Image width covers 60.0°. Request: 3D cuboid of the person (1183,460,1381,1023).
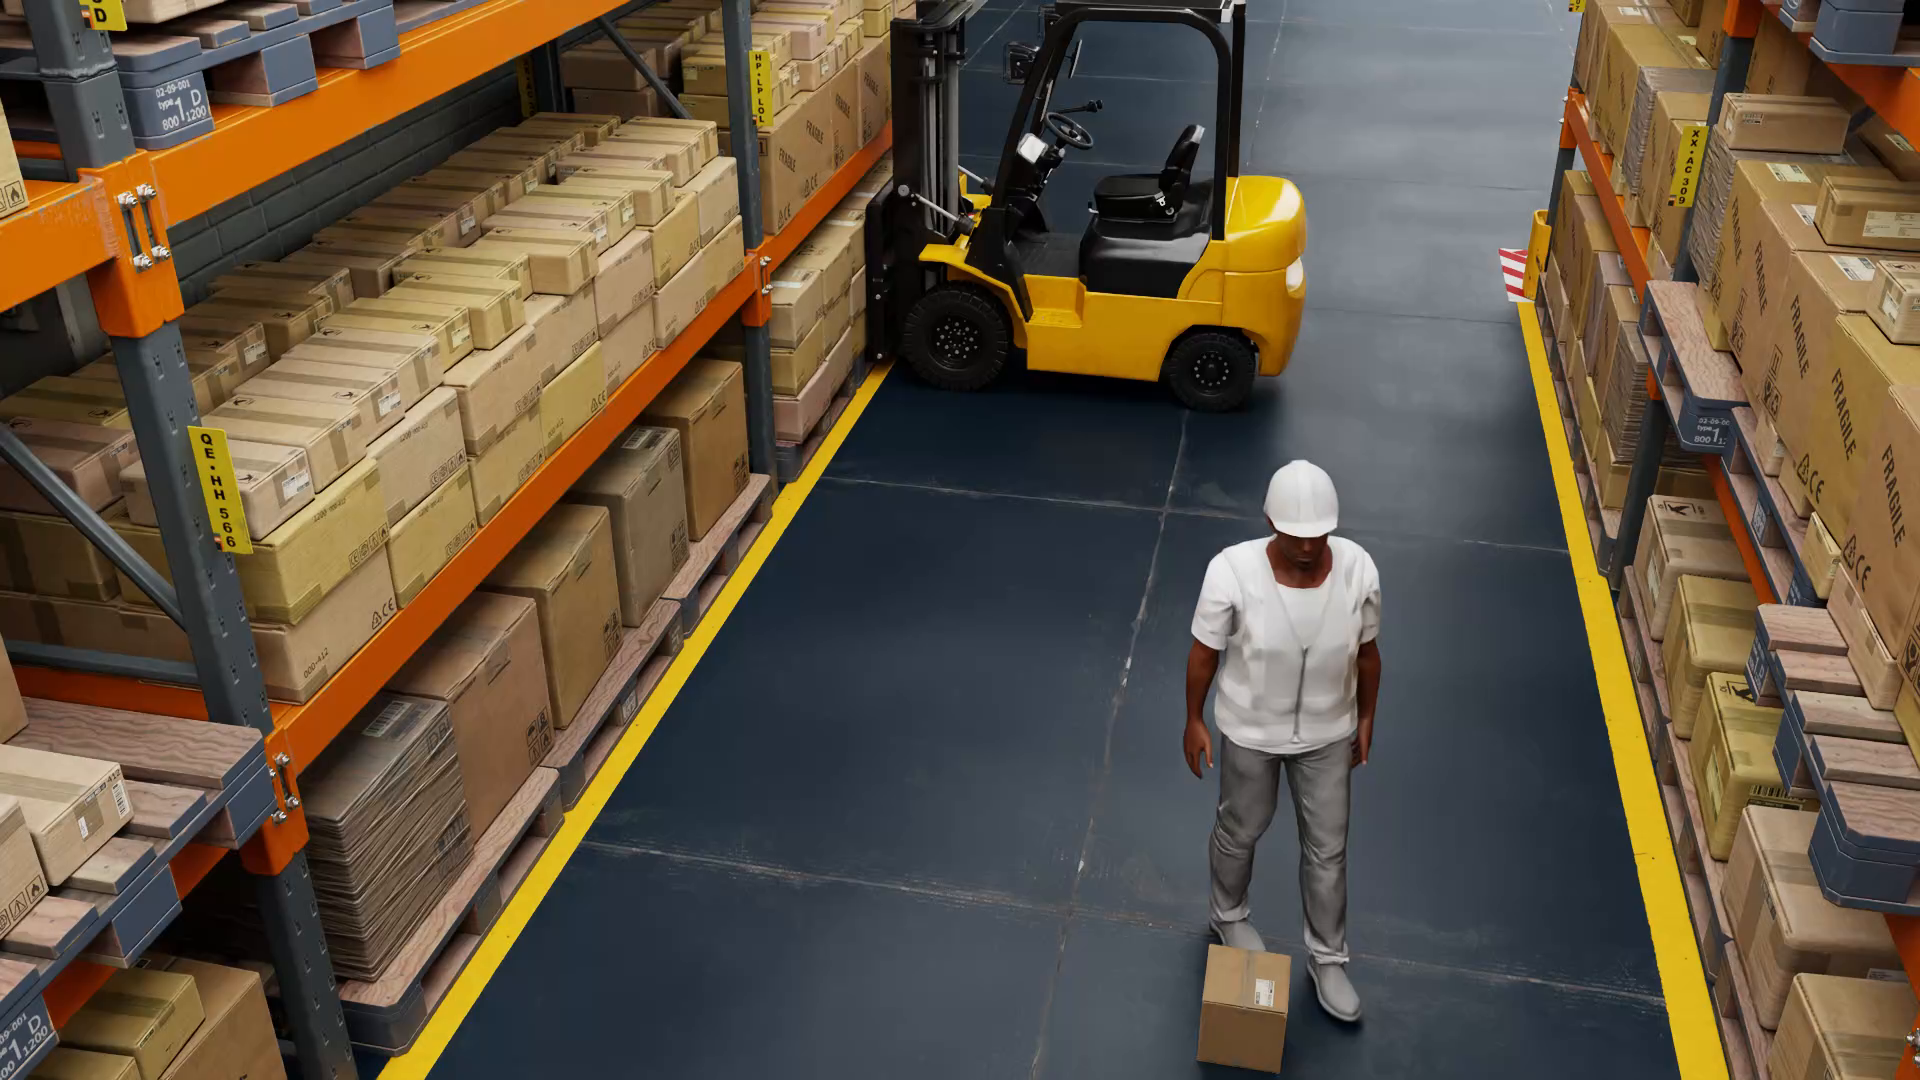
[{"bbox_3d":[0.984,0.616,4.961,0.588,1.768,0.585,-1,29,-2],"label":"person"}]
